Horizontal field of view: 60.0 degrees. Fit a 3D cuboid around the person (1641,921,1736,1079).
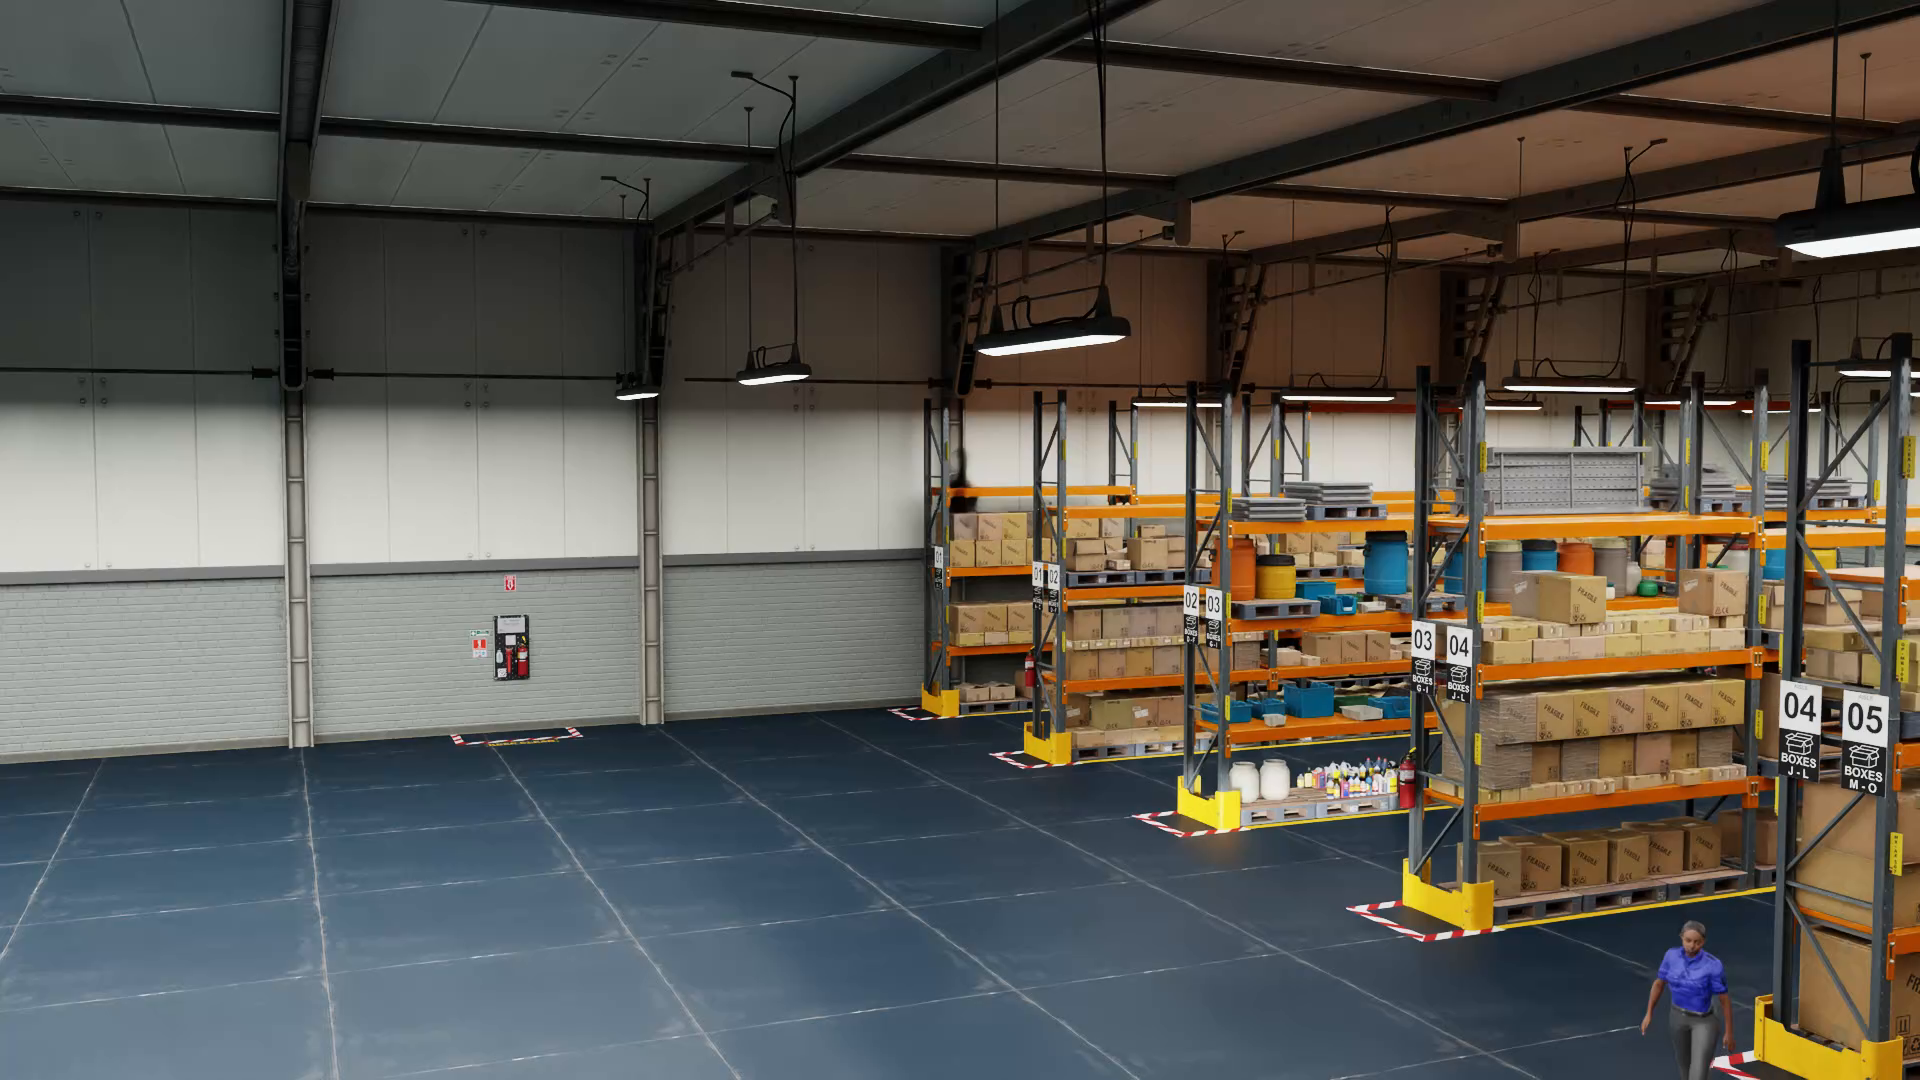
[{"bbox_3d":[5.491,3.630,12.498,0.871,1.597,0.624,-3,4,-40],"label":"person"}]
